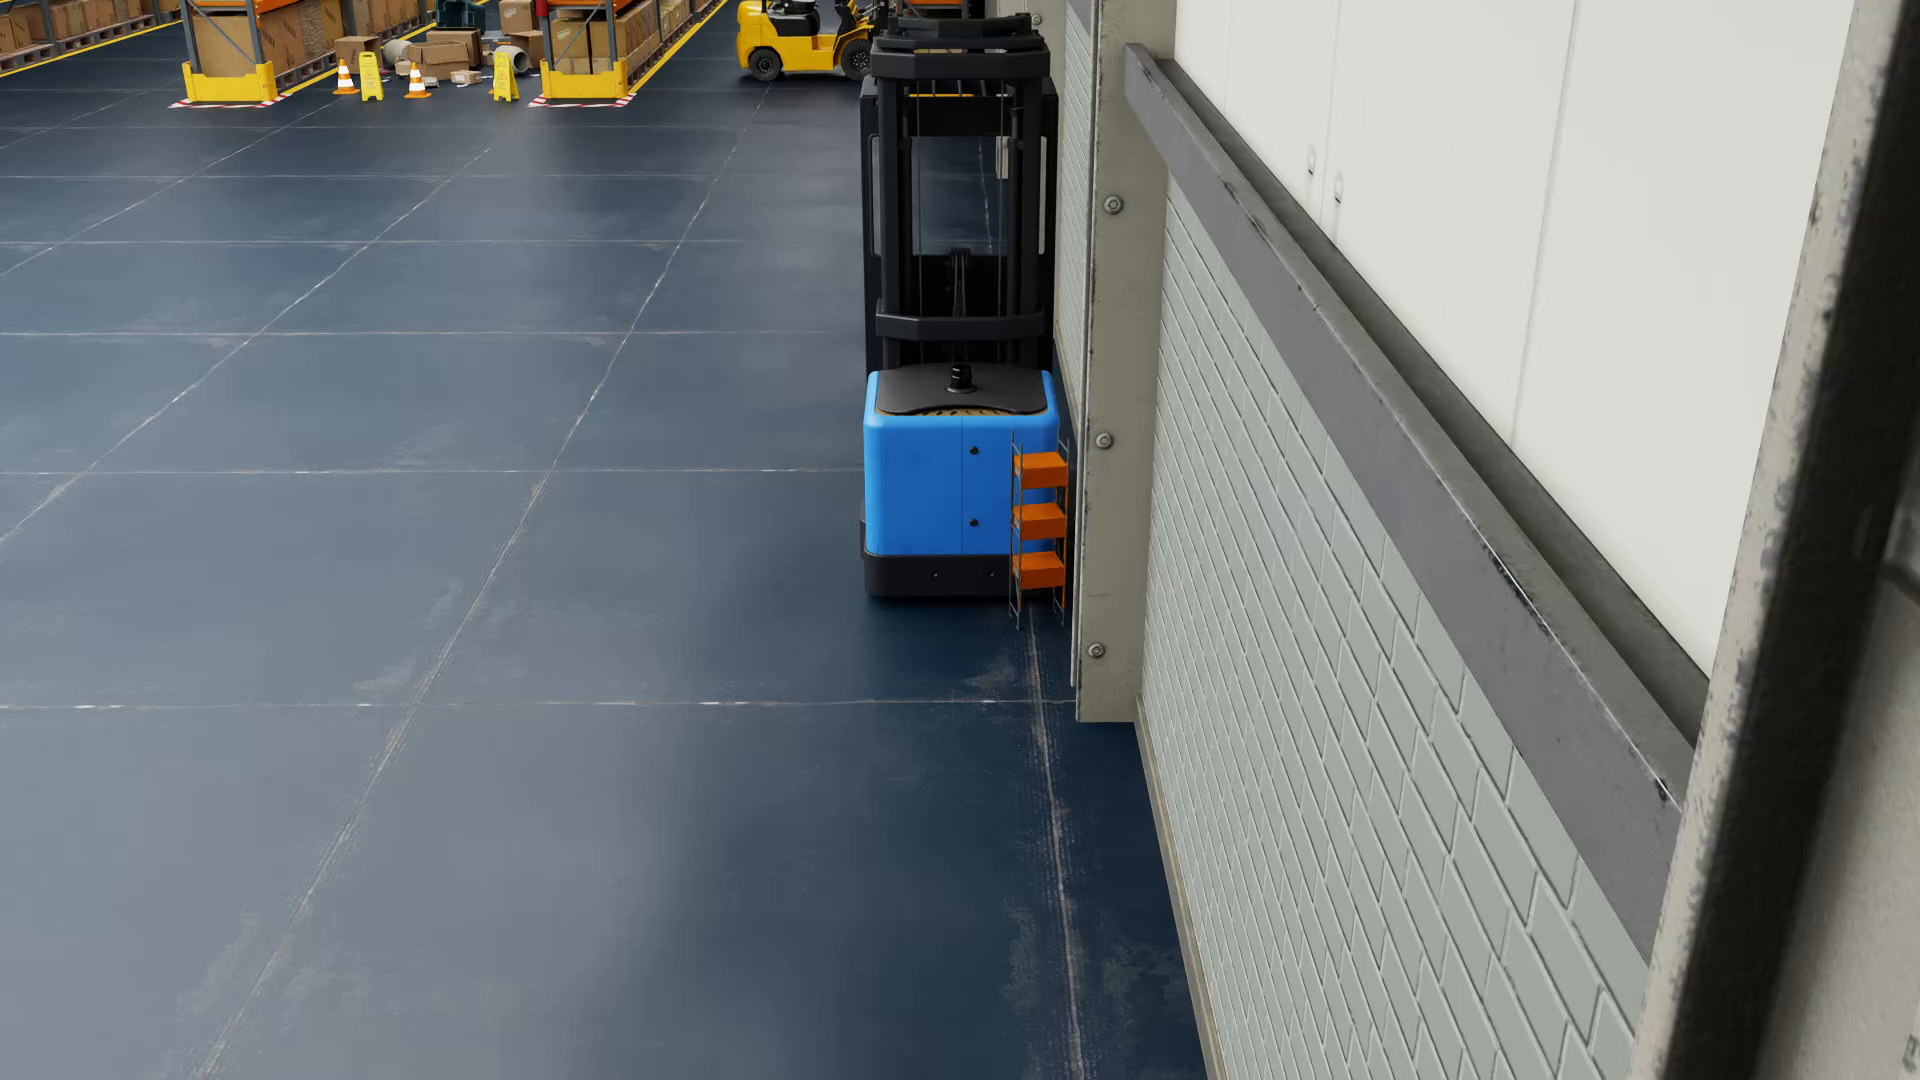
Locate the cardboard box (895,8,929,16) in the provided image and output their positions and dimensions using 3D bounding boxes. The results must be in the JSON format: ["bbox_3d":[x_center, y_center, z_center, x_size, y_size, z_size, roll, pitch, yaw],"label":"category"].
[{"bbox_3d":[-0.729,-7.926,25.247,0.500,0.250,0.500,-1,24,-2],"label":"cardboard box"}]

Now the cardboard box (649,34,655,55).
[{"bbox_3d":[-5.103,-7.817,26.221,0.500,0.250,0.500,-1,24,-2],"label":"cardboard box"}]

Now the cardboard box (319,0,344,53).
[{"bbox_3d":[-10.406,-8.240,26.398,0.875,0.875,0.875,0,24,0],"label":"cardboard box"}]

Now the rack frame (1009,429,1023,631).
[{"bbox_3d":[0.287,-0.044,8.573,0.008,1.050,0.200,-5,25,-11],"label":"rack frame"}]

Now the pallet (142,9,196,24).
[{"bbox_3d":[-15.281,-9.999,31.602,1.003,0.211,1.213,0,24,-1],"label":"pallet"}]

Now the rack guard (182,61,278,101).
[{"bbox_3d":[-10.299,-6.479,23.470,1.175,0.500,0.348,0,24,-1],"label":"rack guard"}]

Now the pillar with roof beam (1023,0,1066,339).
[{"bbox_3d":[-3.668,-5.776,11.602,9.100,9.000,0.400,0,24,-1],"label":"pillar with roof beam"}]

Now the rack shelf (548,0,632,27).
[{"bbox_3d":[-5.373,-8.189,25.088,1.077,0.370,4.000,0,24,-1],"label":"rack shelf"}]

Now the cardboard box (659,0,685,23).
[{"bbox_3d":[-5.426,-9.446,29.674,0.950,0.372,0.625,-1,24,-2],"label":"cardboard box"}]

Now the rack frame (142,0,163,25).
[{"bbox_3d":[-15.347,-10.944,30.308,1.000,3.000,0.127,0,24,-1],"label":"rack frame"}]

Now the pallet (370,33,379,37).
[{"bbox_3d":[-10.427,-8.324,27.898,1.003,0.211,1.213,0,24,-1],"label":"pallet"}]

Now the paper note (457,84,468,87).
[{"bbox_3d":[-7.351,-6.720,24.571,0.148,0.019,0.142,-9,26,-19],"label":"paper note"}]

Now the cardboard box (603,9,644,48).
[{"bbox_3d":[-5.091,-7.738,25.136,0.500,0.500,0.500,0,24,0],"label":"cardboard box"}]

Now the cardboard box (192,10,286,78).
[{"bbox_3d":[-10.373,-7.131,23.945,0.875,0.875,0.875,0,24,0],"label":"cardboard box"}]

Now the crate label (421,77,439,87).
[{"bbox_3d":[-7.822,-6.738,24.481,0.250,0.136,0.298,-14,28,-28],"label":"crate label"}]

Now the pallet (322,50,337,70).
[{"bbox_3d":[-10.413,-7.692,26.502,1.003,0.211,1.213,0,24,-1],"label":"pallet"}]

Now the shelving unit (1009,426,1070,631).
[{"bbox_3d":[0.406,-0.054,8.596,0.252,1.050,0.215,-5,25,-11],"label":"shelving unit"}]

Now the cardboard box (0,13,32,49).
[{"bbox_3d":[-15.339,-8.183,26.727,0.500,0.500,0.500,-1,24,-2],"label":"cardboard box"}]

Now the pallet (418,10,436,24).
[{"bbox_3d":[-10.394,-9.976,31.552,1.003,0.211,1.213,0,24,-1],"label":"pallet"}]

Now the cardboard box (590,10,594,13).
[{"bbox_3d":[-5.692,-7.960,24.840,0.380,0.149,0.250,1,24,2],"label":"cardboard box"}]

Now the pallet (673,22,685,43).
[{"bbox_3d":[-5.420,-8.895,29.160,1.003,0.211,1.213,0,24,-1],"label":"pallet"}]

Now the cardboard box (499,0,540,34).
[{"bbox_3d":[-7.174,-8.526,27.076,0.500,0.500,0.500,0,24,-1],"label":"cardboard box"}]

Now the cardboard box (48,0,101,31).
[{"bbox_3d":[-15.282,-9.038,28.592,0.700,0.500,0.500,-2,24,-5],"label":"cardboard box"}]

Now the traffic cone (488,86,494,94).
[{"bbox_3d":[-6.645,-6.708,24.019,0.336,0.463,0.334,0,24,-1],"label":"traffic cone"}]

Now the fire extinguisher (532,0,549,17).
[{"bbox_3d":[-5.810,-7.608,23.025,0.296,0.674,0.183,0,24,-1],"label":"fire extinguisher"}]

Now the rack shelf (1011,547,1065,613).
[{"bbox_3d":[0.406,0.208,8.715,0.240,0.259,0.215,-5,25,-11],"label":"rack shelf"}]

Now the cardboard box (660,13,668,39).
[{"bbox_3d":[-5.403,-8.551,27.695,0.950,0.372,0.625,0,24,0],"label":"cardboard box"}]

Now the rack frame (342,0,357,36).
[{"bbox_3d":[-10.343,-9.277,26.621,1.000,3.000,0.127,0,24,-1],"label":"rack frame"}]

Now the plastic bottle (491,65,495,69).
[{"bbox_3d":[-7.256,-7.461,26.173,0.133,0.061,0.283,4,25,9],"label":"plastic bottle"}]

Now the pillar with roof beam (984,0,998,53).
[{"bbox_3d":[-3.798,-10.721,22.535,9.100,9.000,0.400,0,24,-1],"label":"pillar with roof beam"}]

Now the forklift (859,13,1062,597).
[{"bbox_3d":[-0.008,-1.592,9.713,1.130,2.935,3.031,0,24,-1],"label":"forklift"}]

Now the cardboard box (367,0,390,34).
[{"bbox_3d":[-10.446,-9.096,28.441,1.050,0.750,0.750,0,24,-1],"label":"cardboard box"}]

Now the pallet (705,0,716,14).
[{"bbox_3d":[-5.382,-10.545,32.809,1.003,0.211,1.213,0,24,-1],"label":"pallet"}]

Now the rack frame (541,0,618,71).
[{"bbox_3d":[-5.351,-7.692,23.118,1.000,3.000,0.127,0,24,-1],"label":"rack frame"}]

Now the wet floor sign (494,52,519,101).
[{"bbox_3d":[-6.419,-6.536,23.419,0.267,0.644,0.232,8,26,18],"label":"wet floor sign"}]

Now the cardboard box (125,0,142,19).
[{"bbox_3d":[-15.320,-9.730,30.122,0.700,0.500,0.500,-2,24,-3],"label":"cardboard box"}]

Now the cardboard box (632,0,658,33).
[{"bbox_3d":[-5.120,-8.378,26.551,0.500,0.500,0.500,-1,24,-1],"label":"cardboard box"}]

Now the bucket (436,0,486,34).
[{"bbox_3d":[-8.036,-8.432,26.881,0.726,0.611,0.620,8,16,18],"label":"bucket"}]

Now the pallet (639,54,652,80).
[{"bbox_3d":[-5.335,-7.289,25.611,1.003,0.211,1.213,0,24,-1],"label":"pallet"}]

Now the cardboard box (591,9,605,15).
[{"bbox_3d":[-5.628,-7.724,25.106,0.500,0.500,0.500,-1,24,-2],"label":"cardboard box"}]

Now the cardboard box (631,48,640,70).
[{"bbox_3d":[-5.081,-7.175,24.801,0.500,0.250,0.500,1,24,1],"label":"cardboard box"}]

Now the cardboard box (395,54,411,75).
[{"bbox_3d":[-8.483,-7.331,25.636,0.396,0.266,0.258,4,25,9],"label":"cardboard box"}]

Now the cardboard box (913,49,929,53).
[{"bbox_3d":[-0.705,-7.081,23.988,0.500,0.250,0.500,-1,24,-1],"label":"cardboard box"}]

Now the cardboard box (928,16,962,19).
[{"bbox_3d":[-0.212,-7.515,24.339,0.500,0.250,0.500,0,24,0],"label":"cardboard box"}]

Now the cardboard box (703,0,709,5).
[{"bbox_3d":[-5.368,-10.864,32.201,0.875,0.875,0.875,0,24,0],"label":"cardboard box"}]

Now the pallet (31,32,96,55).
[{"bbox_3d":[-15.314,-8.346,27.948,1.003,0.211,1.213,0,24,-1],"label":"pallet"}]
